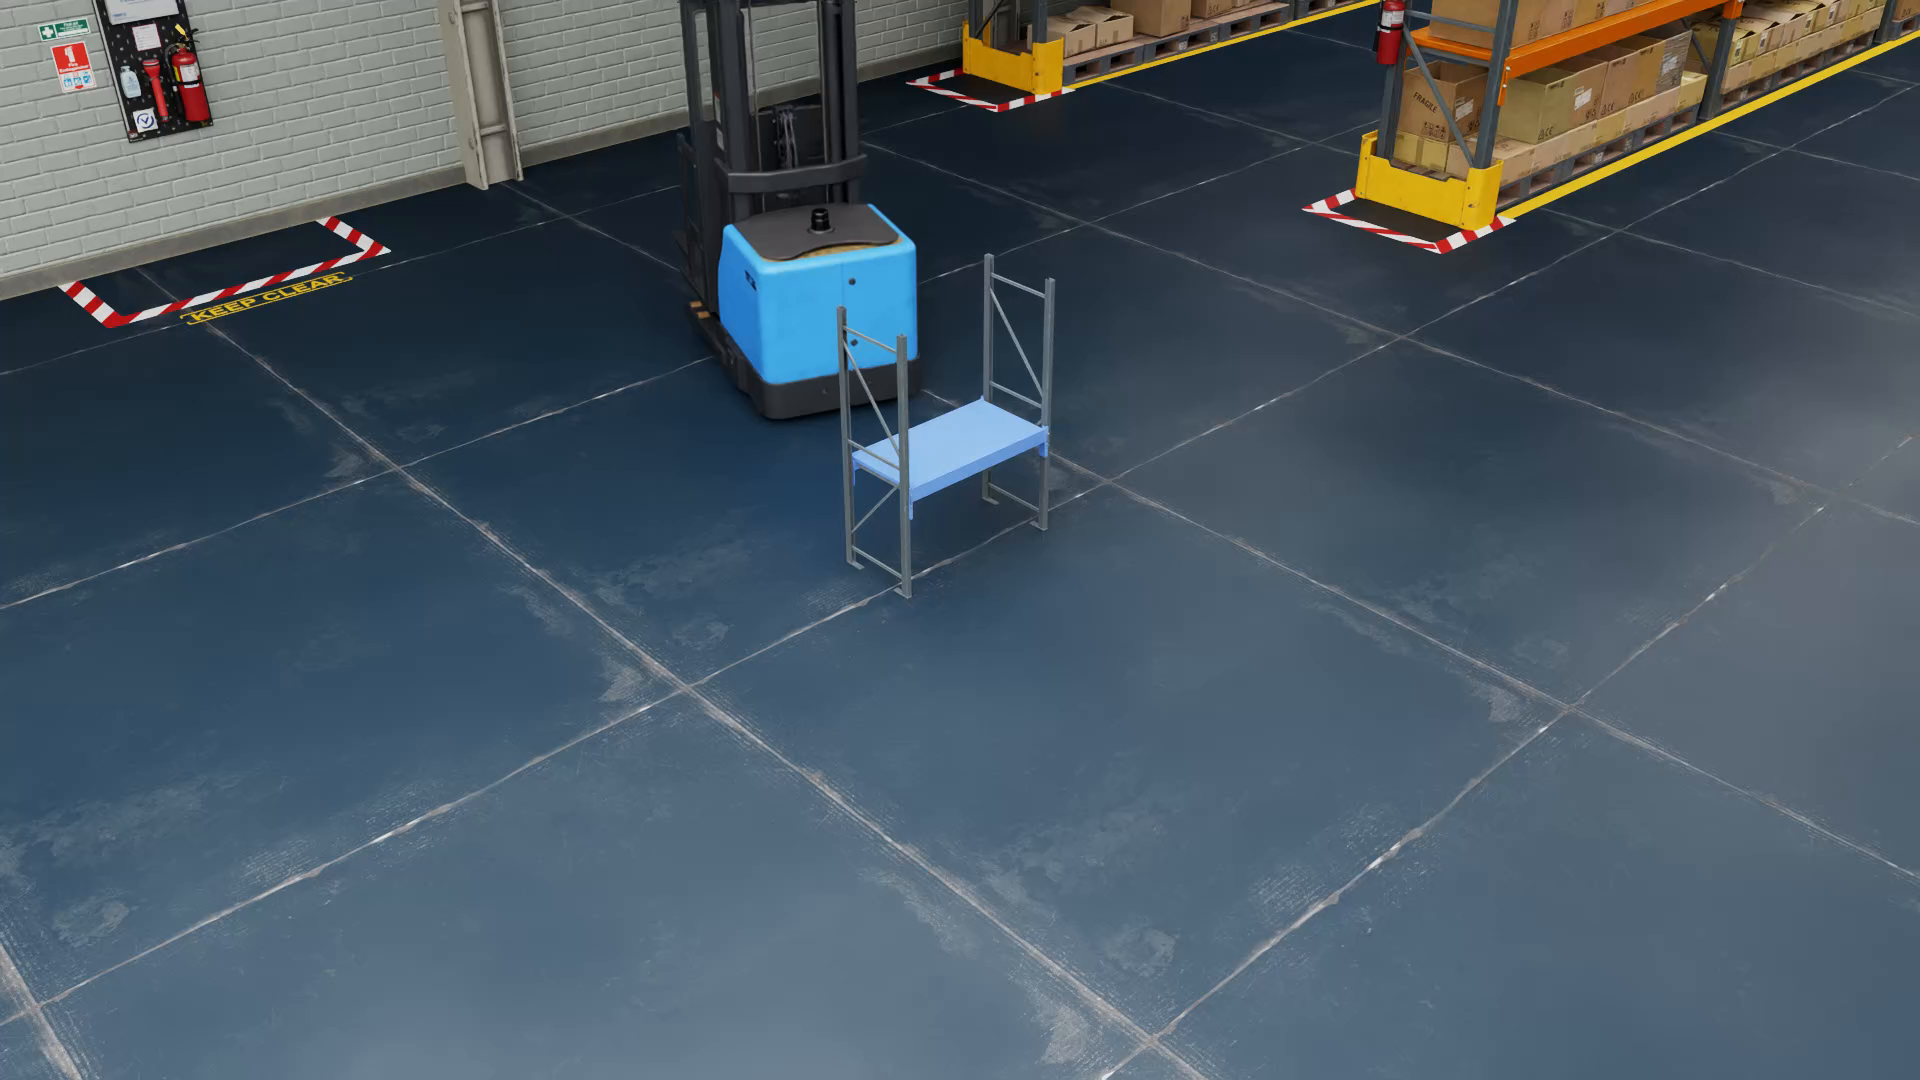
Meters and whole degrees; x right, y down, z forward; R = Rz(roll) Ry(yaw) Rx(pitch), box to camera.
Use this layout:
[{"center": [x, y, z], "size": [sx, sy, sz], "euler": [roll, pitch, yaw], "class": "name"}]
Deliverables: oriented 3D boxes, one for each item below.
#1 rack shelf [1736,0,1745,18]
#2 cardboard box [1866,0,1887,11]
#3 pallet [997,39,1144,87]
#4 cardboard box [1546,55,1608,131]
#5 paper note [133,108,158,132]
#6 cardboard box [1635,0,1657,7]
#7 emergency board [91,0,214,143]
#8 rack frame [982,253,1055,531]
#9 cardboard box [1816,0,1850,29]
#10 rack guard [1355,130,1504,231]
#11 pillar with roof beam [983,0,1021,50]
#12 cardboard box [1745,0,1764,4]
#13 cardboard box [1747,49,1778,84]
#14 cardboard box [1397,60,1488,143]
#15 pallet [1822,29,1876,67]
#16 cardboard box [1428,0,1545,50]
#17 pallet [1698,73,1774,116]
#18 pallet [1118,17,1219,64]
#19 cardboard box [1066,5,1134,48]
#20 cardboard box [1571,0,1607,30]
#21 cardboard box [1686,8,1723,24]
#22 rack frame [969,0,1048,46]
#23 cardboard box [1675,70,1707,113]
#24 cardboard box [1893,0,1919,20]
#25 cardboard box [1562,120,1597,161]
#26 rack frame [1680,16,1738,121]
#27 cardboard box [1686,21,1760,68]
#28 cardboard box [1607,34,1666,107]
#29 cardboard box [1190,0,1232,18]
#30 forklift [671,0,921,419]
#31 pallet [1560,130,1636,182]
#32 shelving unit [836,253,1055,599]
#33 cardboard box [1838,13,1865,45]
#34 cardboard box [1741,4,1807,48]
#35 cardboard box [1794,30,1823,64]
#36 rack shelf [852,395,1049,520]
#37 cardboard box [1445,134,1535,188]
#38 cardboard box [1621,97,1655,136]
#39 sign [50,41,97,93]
[{"center": [8.239, -5.853, 16.637], "size": [4.000, 0.370, 1.077], "euler": [-26, 40, -35], "class": "rack shelf"}, {"center": [9.489, -5.835, 17.613], "size": [0.500, 0.311, 0.500], "euler": [-25, 39, -34], "class": "cardboard box"}, {"center": [1.144, -5.038, 17.286], "size": [1.213, 0.211, 1.003], "euler": [-26, 40, -35], "class": "pallet"}, {"center": [5.107, -3.823, 14.142], "size": [0.500, 0.500, 0.500], "euler": [-26, 40, -35], "class": "cardboard box"}, {"center": [-6.021, -3.102, 12.293], "size": [0.142, 0.148, 0.016], "euler": [-26, 40, -35], "class": "paper note"}, {"center": [5.698, -4.968, 14.403], "size": [0.500, 0.500, 0.700], "euler": [-25, 39, -35], "class": "cardboard box"}, {"center": [-5.845, -3.515, 12.122], "size": [0.643, 1.169, 0.194], "euler": [-26, 40, -35], "class": "emergency board"}, {"center": [0.310, -0.790, 9.104], "size": [0.032, 1.500, 0.500], "euler": [-26, 40, -35], "class": "rack frame"}, {"center": [8.740, -5.470, 17.016], "size": [0.500, 0.311, 0.500], "euler": [-26, 40, -36], "class": "cardboard box"}, {"center": [3.821, -2.957, 13.607], "size": [0.348, 0.500, 1.175], "euler": [-26, 40, -35], "class": "rack guard"}, {"center": [3.320, -7.417, 12.754], "size": [0.400, 9.000, 9.100], "euler": [-26, 40, -35], "class": "pillar with roof beam"}, {"center": [7.990, -5.489, 17.047], "size": [0.500, 0.311, 0.500], "euler": [-26, 40, -36], "class": "cardboard box"}, {"center": [7.612, -4.686, 16.271], "size": [0.500, 0.250, 0.500], "euler": [-25, 39, -34], "class": "cardboard box"}, {"center": [4.030, -3.662, 13.878], "size": [0.500, 0.500, 0.500], "euler": [-26, 40, -35], "class": "cardboard box"}, {"center": [9.075, -5.403, 17.883], "size": [1.213, 0.211, 1.003], "euler": [-26, 40, -35], "class": "pallet"}, {"center": [4.190, -4.235, 13.205], "size": [0.500, 0.500, 0.700], "euler": [-26, 40, -35], "class": "cardboard box"}, {"center": [7.286, -4.537, 16.468], "size": [1.213, 0.211, 1.003], "euler": [-26, 40, -35], "class": "pallet"}, {"center": [2.038, -5.468, 17.990], "size": [1.213, 0.211, 1.003], "euler": [-26, 40, -35], "class": "pallet"}, {"center": [1.455, -5.379, 17.328], "size": [0.500, 0.311, 0.500], "euler": [-22, 38, -32], "class": "cardboard box"}, {"center": [4.940, -4.597, 13.797], "size": [0.500, 0.500, 0.700], "euler": [-26, 40, -35], "class": "cardboard box"}, {"center": [7.251, -5.136, 16.470], "size": [0.500, 0.311, 0.500], "euler": [-25, 39, -34], "class": "cardboard box"}, {"center": [0.468, -5.926, 16.065], "size": [0.127, 3.000, 1.000], "euler": [-26, 40, -35], "class": "rack frame"}, {"center": [6.581, -4.209, 15.491], "size": [0.500, 0.250, 0.500], "euler": [-26, 40, -35], "class": "cardboard box"}, {"center": [10.233, -6.043, 18.232], "size": [0.500, 0.500, 0.500], "euler": [-24, 39, -34], "class": "cardboard box"}, {"center": [5.114, -3.499, 14.330], "size": [0.500, 0.250, 0.500], "euler": [-26, 40, -35], "class": "cardboard box"}, {"center": [6.772, -5.451, 15.289], "size": [0.127, 3.000, 1.000], "euler": [-26, 40, -35], "class": "rack frame"}, {"center": [7.244, -4.747, 15.834], "size": [0.500, 0.311, 0.500], "euler": [-26, 40, -35], "class": "cardboard box"}, {"center": [5.842, -4.177, 14.720], "size": [0.500, 0.500, 0.500], "euler": [-26, 40, -35], "class": "cardboard box"}, {"center": [2.667, -6.082, 18.296], "size": [0.500, 0.500, 0.500], "euler": [26, 40, 35], "class": "cardboard box"}, {"center": [-1.295, -2.756, 10.948], "size": [1.130, 2.935, 3.031], "euler": [-12, 34, -19], "class": "forklift"}, {"center": [5.266, -3.560, 14.870], "size": [1.213, 0.211, 1.003], "euler": [-26, 40, -35], "class": "pallet"}, {"center": [-0.063, -0.610, 8.809], "size": [1.048, 1.500, 0.538], "euler": [-26, 40, -35], "class": "shelving unit"}, {"center": [9.110, -5.412, 17.458], "size": [0.500, 0.250, 0.500], "euler": [-26, 40, -36], "class": "cardboard box"}, {"center": [7.994, -5.107, 16.422], "size": [0.500, 0.311, 0.500], "euler": [-27, 41, -37], "class": "cardboard box"}, {"center": [8.364, -5.051, 16.868], "size": [0.500, 0.250, 0.500], "euler": [-25, 39, -35], "class": "cardboard box"}, {"center": [-0.063, -0.456, 8.903], "size": [1.000, 0.185, 0.538], "euler": [-26, 40, -35], "class": "rack shelf"}, {"center": [4.383, -3.143, 13.748], "size": [0.500, 0.250, 0.500], "euler": [-26, 40, -35], "class": "cardboard box"}, {"center": [5.851, -3.852, 14.908], "size": [0.500, 0.250, 0.500], "euler": [-26, 40, -35], "class": "cardboard box"}, {"center": [-6.320, -3.373, 11.857], "size": [0.234, 0.329, 0.001], "euler": [-26, 40, -35], "class": "sign"}]
